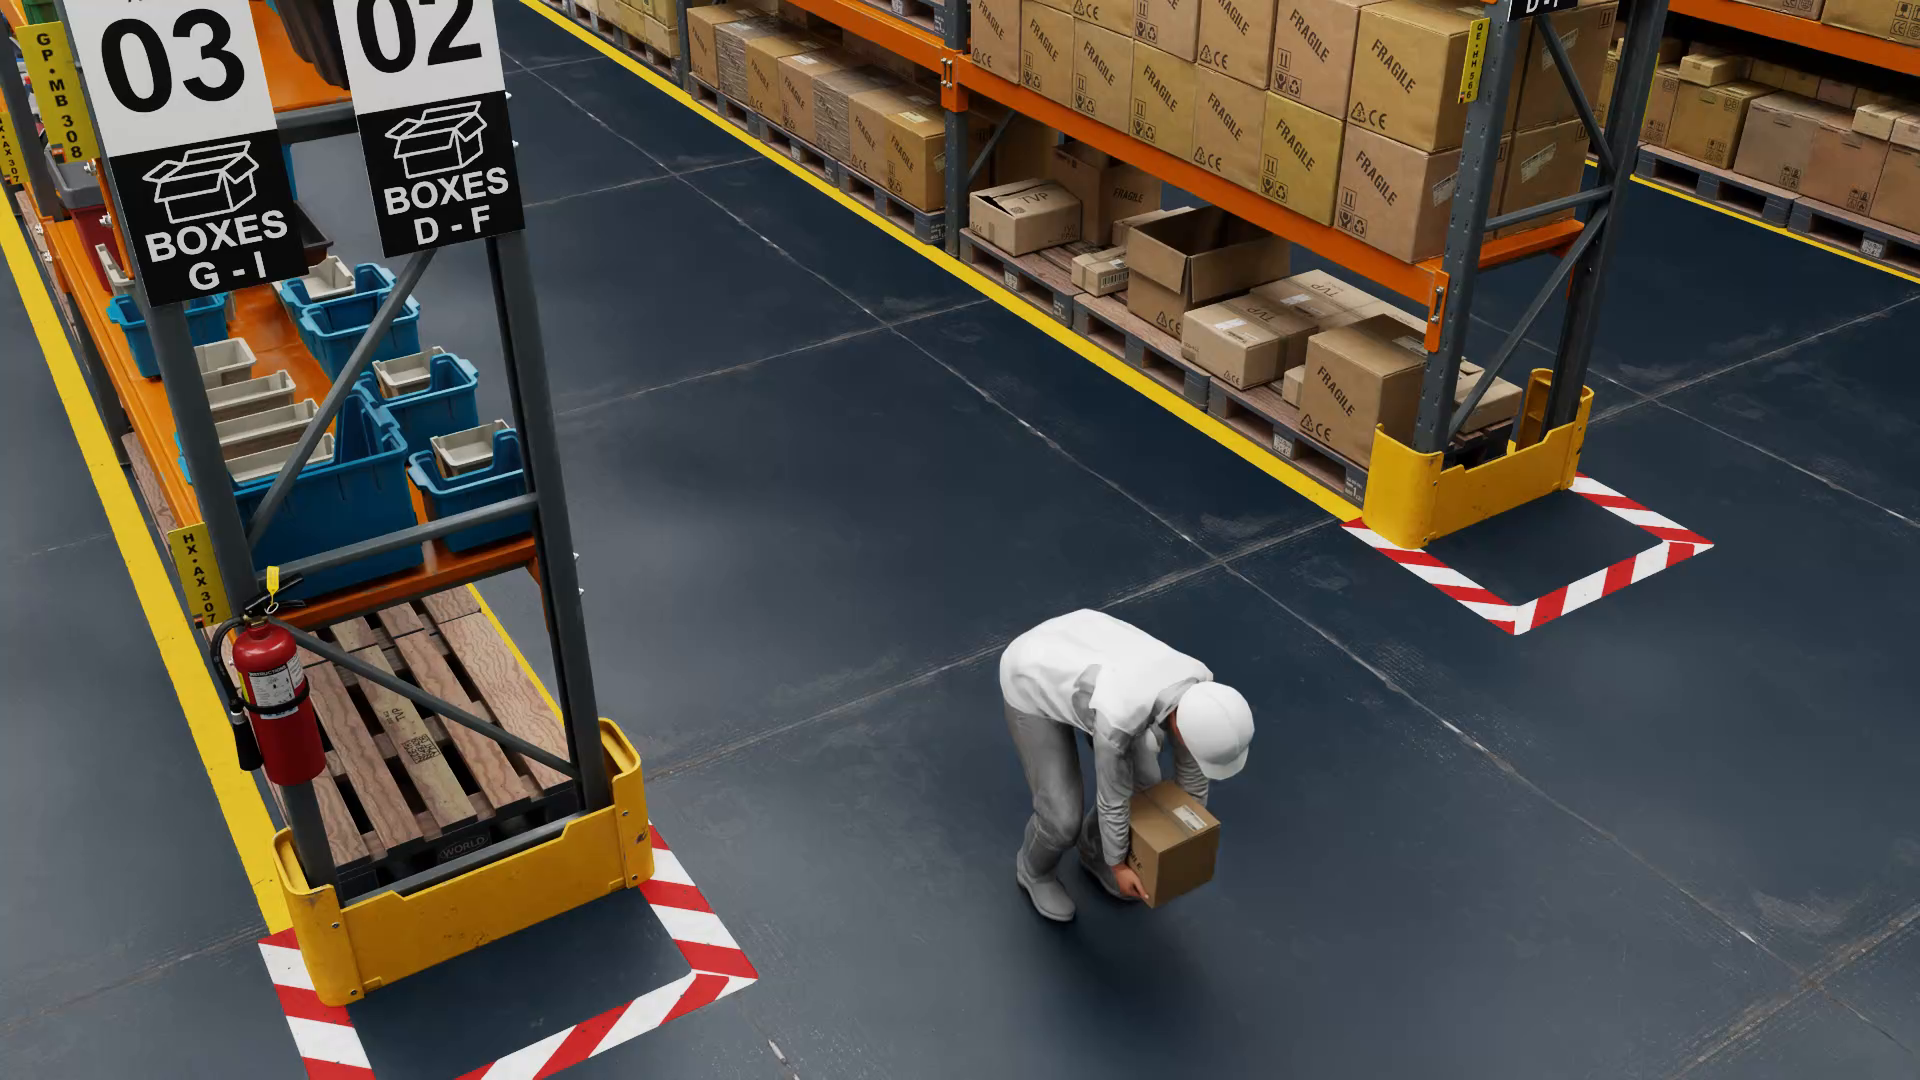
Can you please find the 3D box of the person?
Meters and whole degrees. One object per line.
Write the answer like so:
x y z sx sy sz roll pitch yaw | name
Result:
0.529 0.788 5.403 0.485 1.204 0.980 -21 38 -29 | person
